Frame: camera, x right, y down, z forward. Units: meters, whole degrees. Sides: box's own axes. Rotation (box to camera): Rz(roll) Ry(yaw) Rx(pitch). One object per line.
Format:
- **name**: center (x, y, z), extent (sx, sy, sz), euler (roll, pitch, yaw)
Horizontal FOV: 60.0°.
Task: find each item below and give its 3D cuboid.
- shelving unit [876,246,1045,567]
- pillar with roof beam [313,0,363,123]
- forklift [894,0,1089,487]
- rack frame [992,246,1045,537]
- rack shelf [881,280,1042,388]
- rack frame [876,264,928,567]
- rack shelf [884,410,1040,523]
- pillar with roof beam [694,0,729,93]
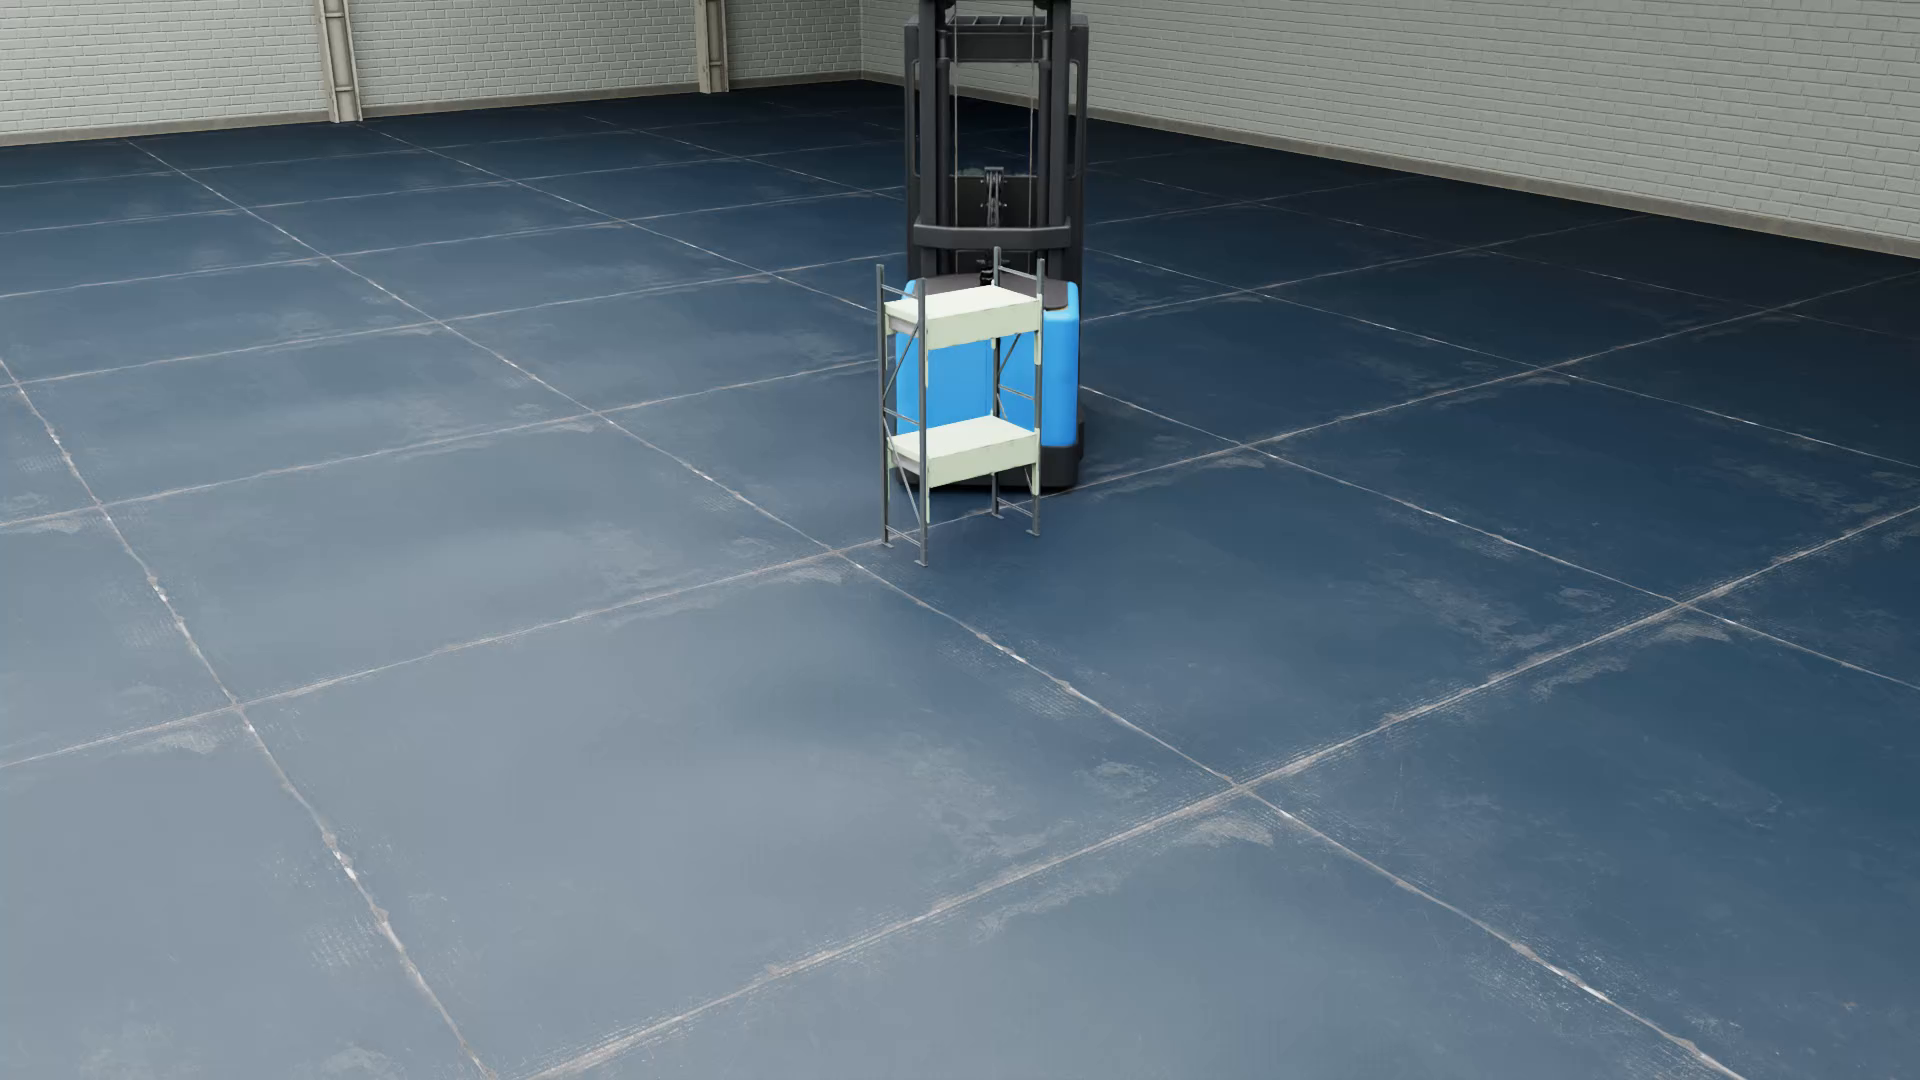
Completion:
- **shelving unit**: center (0.005, -0.698, 8.622), extent (0.755, 1.500, 0.431), euler (-15, 26, -33)
- **pillar with roof beam**: center (-6.411, -8.984, 19.268), extent (0.400, 9.000, 9.100), euler (-15, 26, -33)
- **forklift**: center (0.228, -2.165, 10.368), extent (1.130, 2.935, 3.031), euler (1, 22, 3)
- **rack frame**: center (0.303, -0.777, 8.821), extent (0.023, 1.500, 0.400), euler (-15, 26, -33)
- **rack shelf**: center (0.005, -1.061, 8.477), extent (0.720, 0.370, 0.431), euler (-15, 26, -33)
- **rack frame**: center (-0.292, -0.619, 8.424), extent (0.023, 1.500, 0.400), euler (-15, 26, -33)
- **rack shelf**: center (0.005, -0.395, 8.743), extent (0.720, 0.370, 0.431), euler (-15, 26, -33)
- **pillar with roof beam**: center (-1.541, -10.282, 22.523), extent (0.400, 9.000, 9.100), euler (-15, 26, -33)
